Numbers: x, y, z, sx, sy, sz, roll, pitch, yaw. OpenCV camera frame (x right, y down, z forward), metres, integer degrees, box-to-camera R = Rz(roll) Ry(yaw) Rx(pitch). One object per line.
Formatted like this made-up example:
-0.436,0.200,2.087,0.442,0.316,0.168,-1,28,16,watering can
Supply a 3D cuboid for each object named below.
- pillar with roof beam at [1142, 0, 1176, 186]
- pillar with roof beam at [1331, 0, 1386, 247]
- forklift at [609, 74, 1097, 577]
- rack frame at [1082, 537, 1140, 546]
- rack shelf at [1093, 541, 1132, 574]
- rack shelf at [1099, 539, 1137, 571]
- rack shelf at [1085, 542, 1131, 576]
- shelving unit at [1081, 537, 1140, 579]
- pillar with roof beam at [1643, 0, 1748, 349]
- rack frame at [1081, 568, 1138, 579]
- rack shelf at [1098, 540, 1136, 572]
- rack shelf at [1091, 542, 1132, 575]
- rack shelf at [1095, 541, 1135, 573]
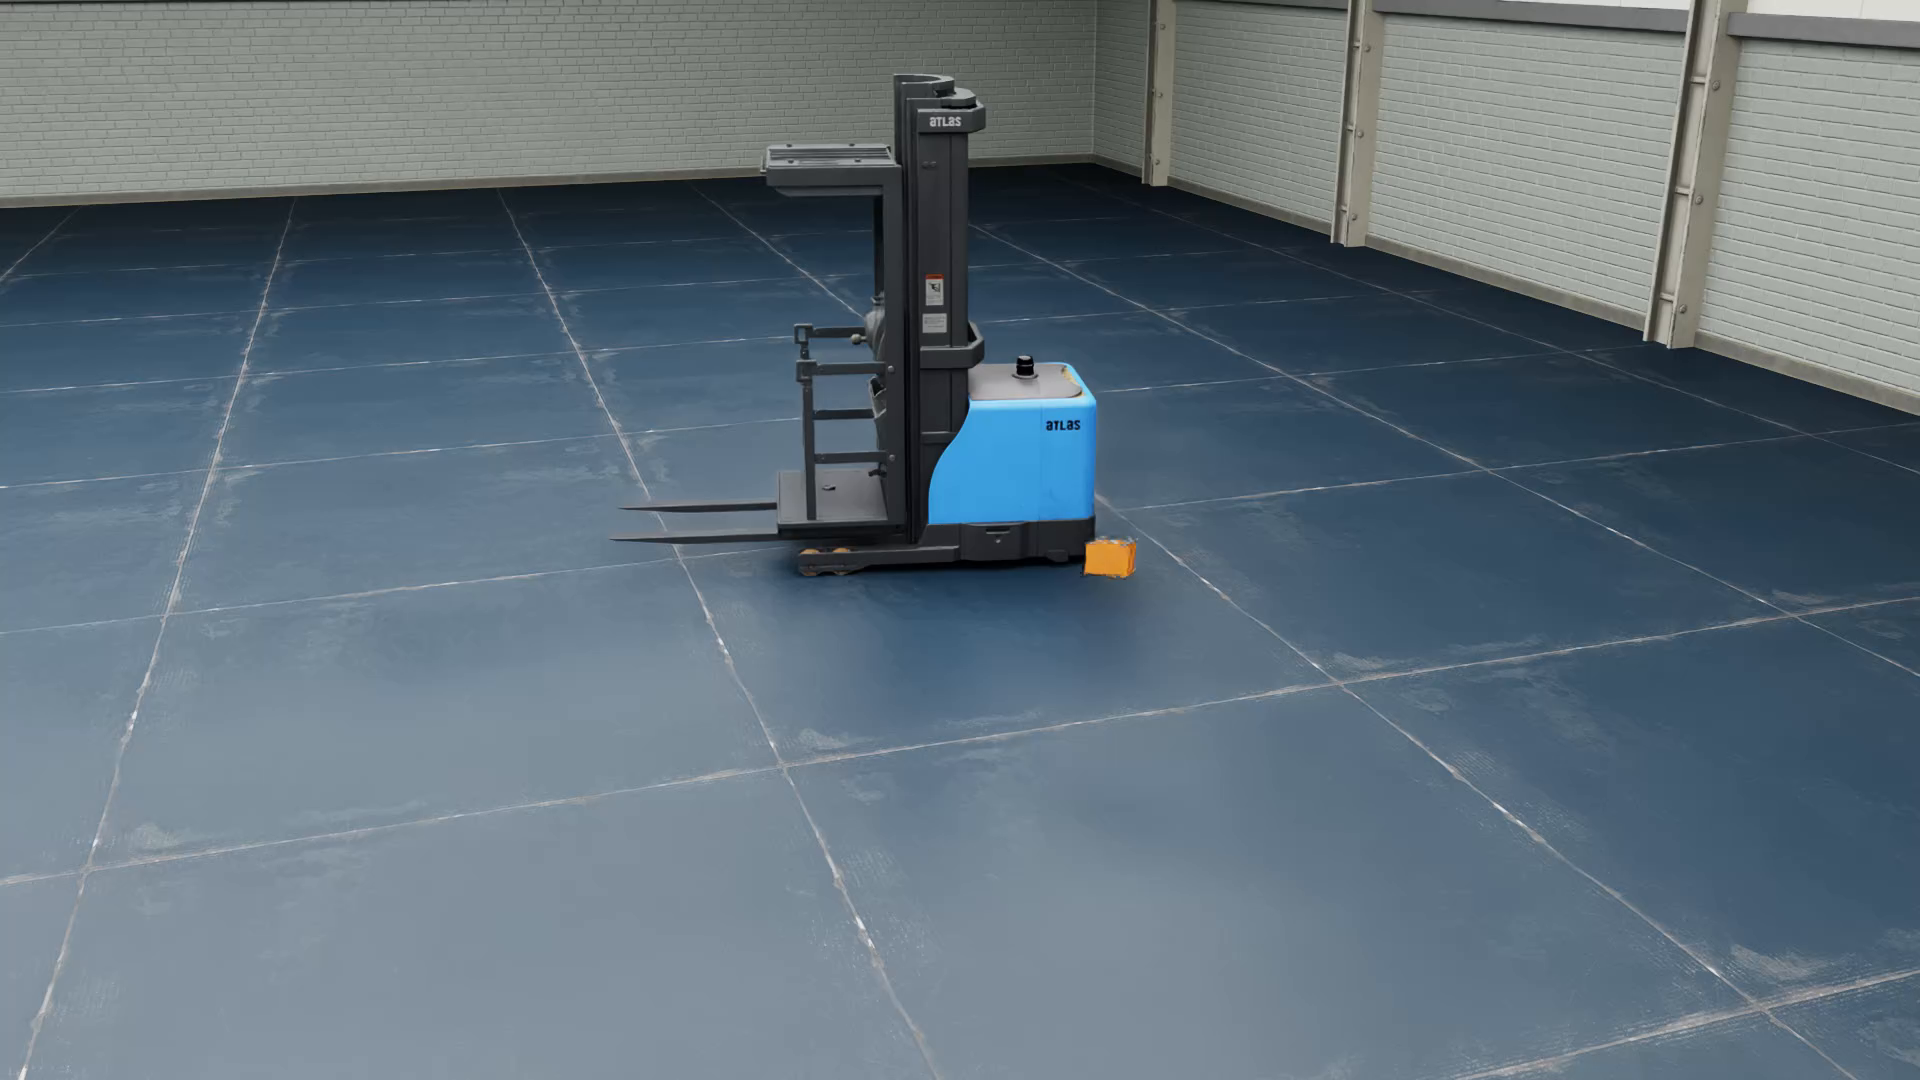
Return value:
-0.916,-9.556,24.209,9.100,9.000,0.400,-6,21,-17,pillar with roof beam
0.970,-7.630,18.848,9.100,9.000,0.400,-6,21,-17,pillar with roof beam
-0.699,-1.342,10.316,3.031,2.935,1.130,-2,20,-6,forklift
0.902,0.006,9.819,0.240,0.006,1.200,3,2,10,rack frame
0.884,0.099,9.748,0.258,0.180,0.103,3,2,10,rack shelf
0.946,0.089,10.102,0.258,0.180,0.103,3,2,10,rack shelf
0.843,0.107,9.512,0.258,0.180,0.103,3,2,10,rack shelf
0.897,0.097,9.822,0.258,0.189,1.200,3,2,10,shelving unit
2.856,-5.705,13.488,9.100,9.000,0.400,-6,21,-17,pillar with roof beam
0.892,0.188,9.826,0.240,0.006,1.200,3,2,10,rack frame
0.925,0.092,9.984,0.258,0.180,0.103,3,2,10,rack shelf
0.863,0.103,9.630,0.258,0.180,0.103,3,2,10,rack shelf
0.905,0.096,9.866,0.258,0.180,0.103,3,2,10,rack shelf
